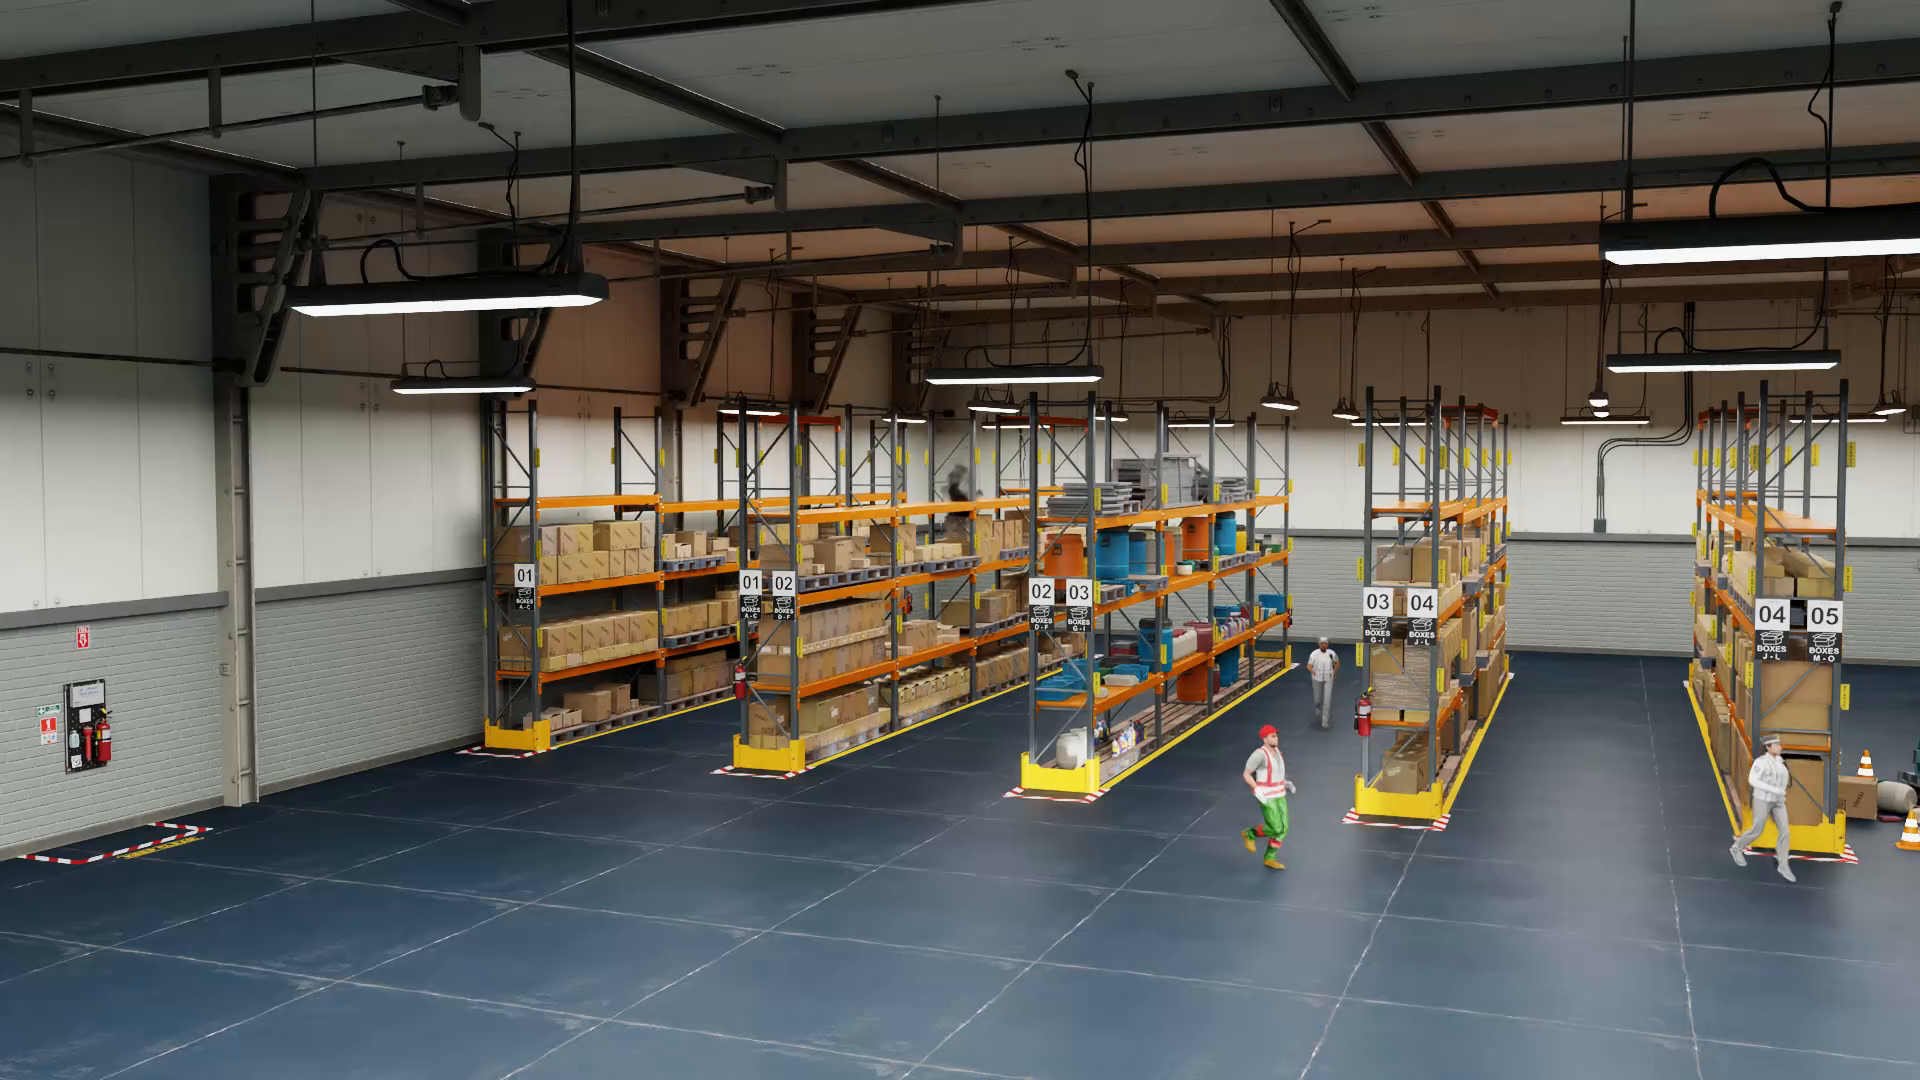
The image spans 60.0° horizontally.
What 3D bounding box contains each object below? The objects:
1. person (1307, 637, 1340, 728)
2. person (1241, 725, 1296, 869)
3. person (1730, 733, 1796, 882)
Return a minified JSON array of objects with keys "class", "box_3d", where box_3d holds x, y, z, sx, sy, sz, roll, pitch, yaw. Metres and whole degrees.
[{"class":"person","box_3d":[6.831,2.646,31.262,0.607,1.657,0.841,0,3,10]},{"class":"person","box_3d":[3.774,3.132,20.384,0.657,1.743,0.605,-2,4,-41]},{"class":"person","box_3d":[9.725,3.163,19.993,0.651,1.712,0.902,-1,3,-21]}]
